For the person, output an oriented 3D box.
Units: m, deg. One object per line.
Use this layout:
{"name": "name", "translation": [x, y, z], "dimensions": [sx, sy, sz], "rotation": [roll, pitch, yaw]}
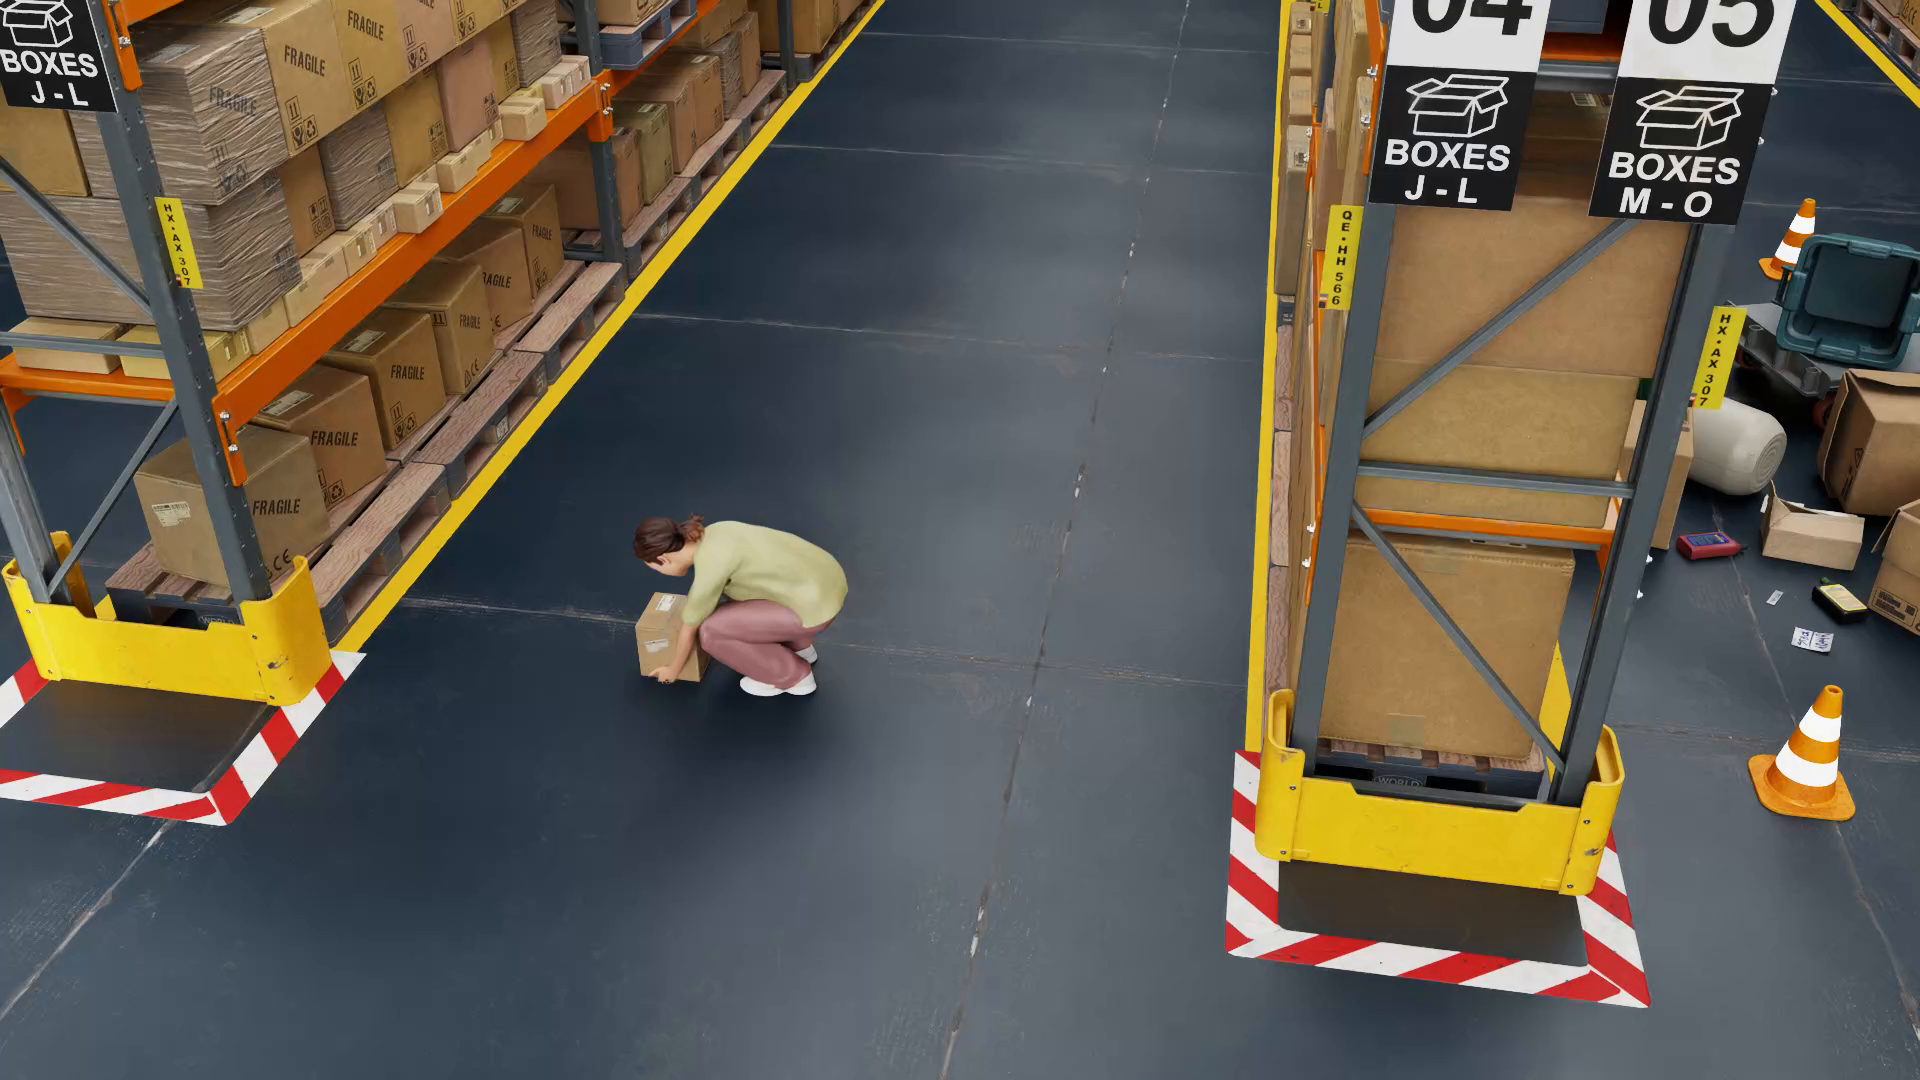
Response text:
{"name": "person", "translation": [-0.869, 0.257, 6.675], "dimensions": [0.835, 0.817, 0.468], "rotation": [5, 33, 8]}
